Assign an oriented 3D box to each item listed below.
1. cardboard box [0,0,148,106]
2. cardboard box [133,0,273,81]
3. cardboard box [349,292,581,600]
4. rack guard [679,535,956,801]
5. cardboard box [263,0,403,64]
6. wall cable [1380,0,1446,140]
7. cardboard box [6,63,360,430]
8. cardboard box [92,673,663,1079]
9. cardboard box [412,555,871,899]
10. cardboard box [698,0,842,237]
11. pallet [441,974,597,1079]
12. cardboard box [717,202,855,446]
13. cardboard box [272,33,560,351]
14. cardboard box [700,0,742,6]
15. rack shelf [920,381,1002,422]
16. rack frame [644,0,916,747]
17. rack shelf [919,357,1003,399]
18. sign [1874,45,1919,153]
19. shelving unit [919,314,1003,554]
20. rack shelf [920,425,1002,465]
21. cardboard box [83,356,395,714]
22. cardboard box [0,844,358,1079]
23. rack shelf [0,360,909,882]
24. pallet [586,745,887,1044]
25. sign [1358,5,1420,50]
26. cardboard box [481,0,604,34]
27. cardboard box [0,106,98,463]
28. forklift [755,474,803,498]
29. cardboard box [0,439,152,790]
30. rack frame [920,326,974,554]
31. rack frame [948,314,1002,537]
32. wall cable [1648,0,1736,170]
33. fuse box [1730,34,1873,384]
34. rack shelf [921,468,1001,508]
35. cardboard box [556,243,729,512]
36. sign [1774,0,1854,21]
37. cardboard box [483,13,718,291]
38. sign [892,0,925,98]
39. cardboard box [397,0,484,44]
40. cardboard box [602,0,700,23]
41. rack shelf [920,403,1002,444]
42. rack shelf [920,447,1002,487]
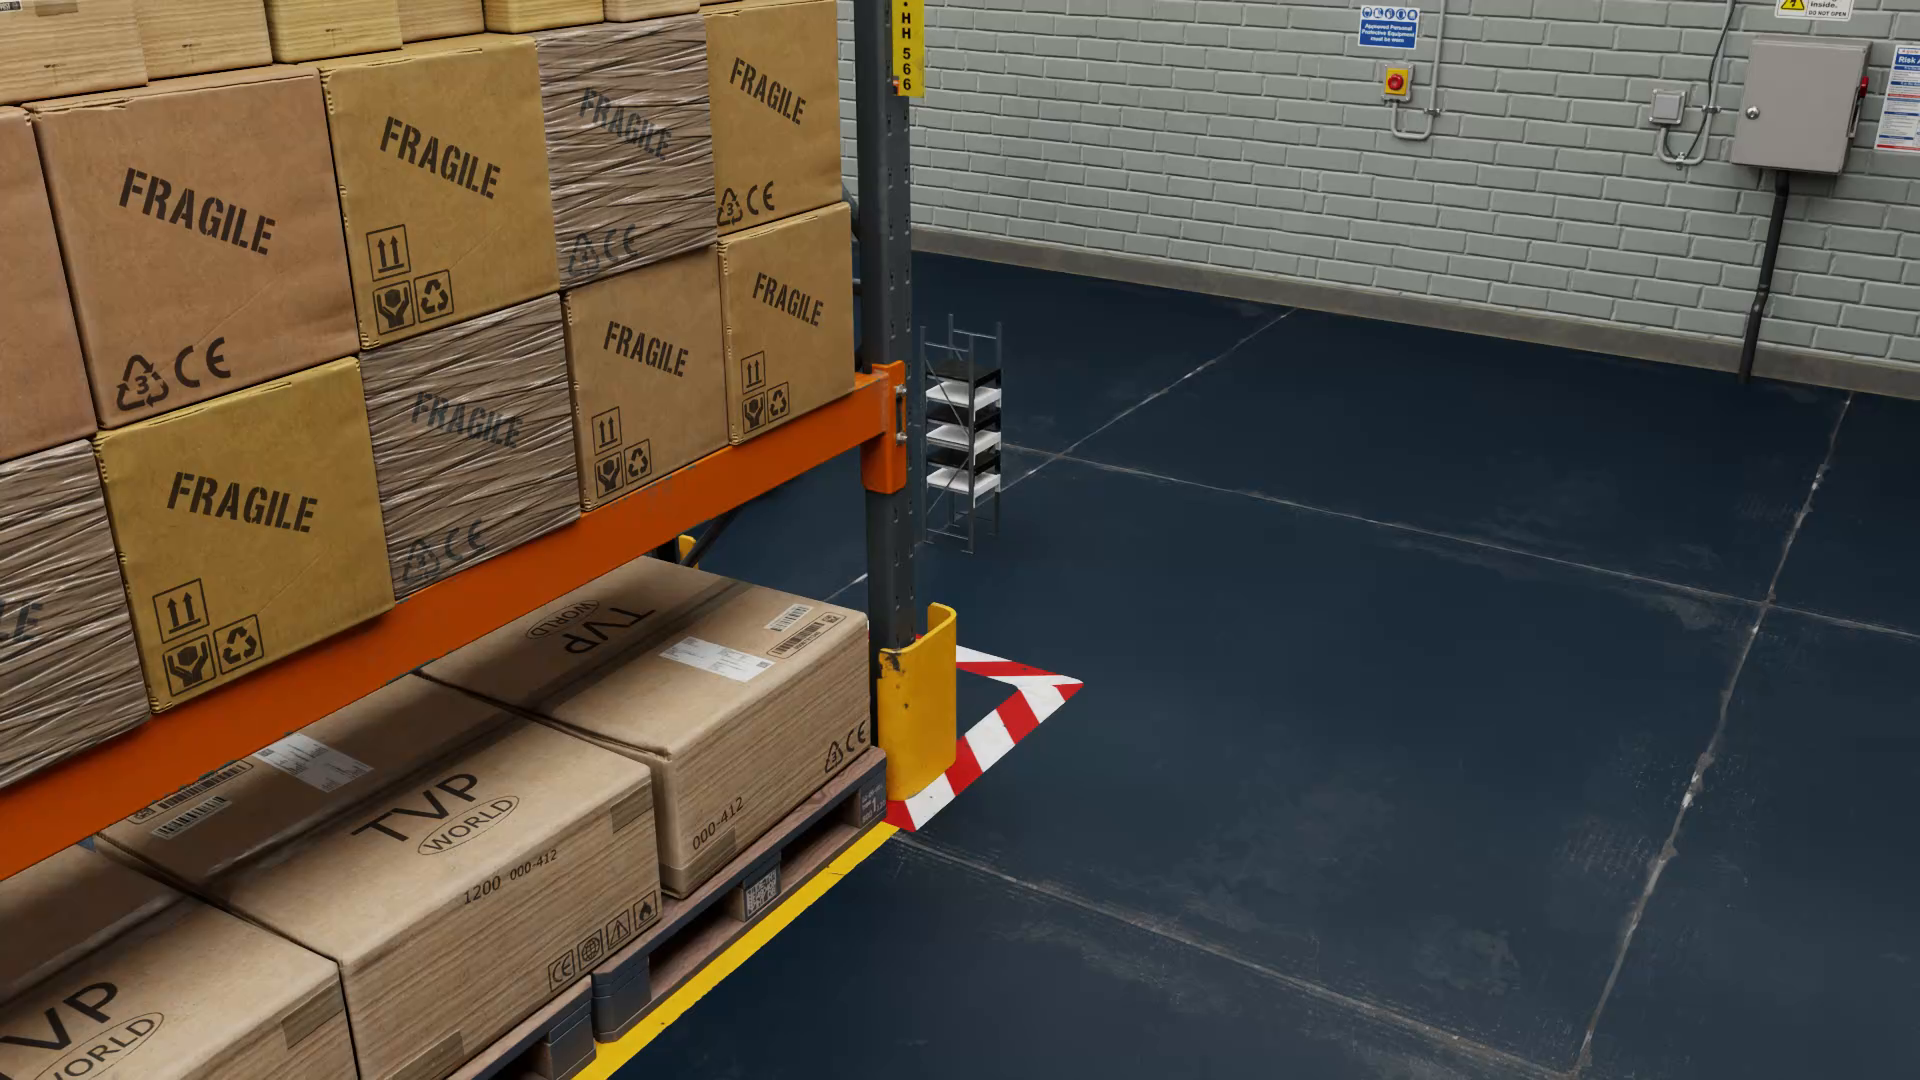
[{"bbox_3d":[-1.490,-0.776,2.565,0.380,0.149,0.250,14,27,29],"label":"cardboard box"},{"bbox_3d":[-1.387,-0.873,2.791,0.380,0.149,0.250,15,27,31],"label":"cardboard box"},{"bbox_3d":[-1.157,-0.247,3.418,0.500,0.500,0.500,15,27,30],"label":"cardboard box"},{"bbox_3d":[-0.574,0.378,5.247,1.175,0.500,0.348,14,27,29],"label":"rack guard"},{"bbox_3d":[-1.232,-0.958,2.986,0.380,0.149,0.250,15,27,30],"label":"cardboard box"},{"bbox_3d":[2.368,-3.150,8.931,0.585,1.953,0.123,14,27,29],"label":"wall cable"},{"bbox_3d":[-1.420,-0.535,2.826,0.500,0.500,0.500,14,27,29],"label":"cardboard box"},{"bbox_3d":[-1.326,0.777,3.877,0.875,0.438,0.875,15,27,30],"label":"cardboard box"},{"bbox_3d":[-0.850,0.466,4.595,0.875,0.438,0.875,13,27,27],"label":"cardboard box"},{"bbox_3d":[-0.639,-1.053,4.022,0.500,0.500,0.500,15,28,31],"label":"cardboard box"},{"bbox_3d":[-1.586,1.215,3.677,1.003,0.211,1.213,14,27,29],"label":"pallet"},{"bbox_3d":[-0.616,-0.589,4.208,0.500,0.500,0.500,14,27,29],"label":"cardboard box"},{"bbox_3d":[-1.153,-0.704,3.217,0.500,0.500,0.500,14,27,29],"label":"cardboard box"},{"bbox_3d":[-0.719,-1.310,3.798,0.380,0.149,0.250,14,27,30],"label":"cardboard box"},{"bbox_3d":[0.004,-0.550,6.519,0.258,0.077,0.200,14,27,29],"label":"rack shelf"},{"bbox_3d":[-0.587,-0.761,4.732,1.000,3.000,0.127,14,27,29],"label":"rack frame"},{"bbox_3d":[0.004,-0.633,6.484,0.258,0.077,0.200,14,27,29],"label":"rack shelf"},{"bbox_3d":[4.604,-2.102,7.950,0.329,0.494,0.001,14,27,29],"label":"sign"},{"bbox_3d":[0.004,-0.416,6.578,0.258,0.900,0.210,14,27,29],"label":"shelving unit"},{"bbox_3d":[0.004,-0.385,6.591,0.258,0.077,0.200,14,27,29],"label":"rack shelf"},{"bbox_3d":[-1.418,-0.070,3.009,0.500,0.500,0.500,15,27,30],"label":"cardboard box"},{"bbox_3d":[-1.803,1.081,3.175,0.875,0.438,0.875,13,27,27],"label":"cardboard box"},{"bbox_3d":[-1.642,0.244,3.316,1.077,0.370,4.000,14,27,29],"label":"rack shelf"},{"bbox_3d":[-0.942,0.805,4.625,1.003,0.211,1.213,14,27,29],"label":"pallet"},{"bbox_3d":[2.359,-2.824,9.157,0.327,0.218,0.001,14,27,29],"label":"sign"},{"bbox_3d":[-0.952,-1.128,3.380,0.380,0.149,0.250,15,27,30],"label":"cardboard box"},{"bbox_3d":[-1.688,-0.365,2.434,0.500,0.500,0.500,14,27,30],"label":"cardboard box"},{"bbox_3d":[-2.225,-1.443,6.394,3.031,2.935,1.130,-12,26,-26],"label":"forklift"},{"bbox_3d":[-1.690,0.104,2.608,0.500,0.500,0.500,14,27,29],"label":"cardboard box"},{"bbox_3d":[-0.049,-0.381,6.498,0.240,0.900,0.006,14,27,29],"label":"rack frame"},{"bbox_3d":[0.058,-0.450,6.657,0.240,0.900,0.006,14,27,29],"label":"rack frame"},{"bbox_3d":[3.579,-2.842,8.260,0.588,1.984,0.122,14,27,29],"label":"wall cable"},{"bbox_3d":[4.075,-1.588,8.265,0.539,1.711,0.414,14,27,29],"label":"fuse box"},{"bbox_3d":[0.004,-0.220,6.662,0.258,0.077,0.200,14,27,29],"label":"rack shelf"},{"bbox_3d":[-0.894,-0.422,3.824,0.500,0.500,0.500,13,27,28],"label":"cardboard box"},{"bbox_3d":[4.138,-2.640,8.033,0.339,0.242,0.001,14,27,29],"label":"sign"},{"bbox_3d":[-0.890,-0.870,3.601,0.500,0.500,0.500,14,27,29],"label":"cardboard box"},{"bbox_3d":[-0.133,-1.283,4.181,0.100,0.325,0.005,14,27,29],"label":"sign"},{"bbox_3d":[-1.150,-1.055,3.210,0.380,0.149,0.250,14,27,28],"label":"cardboard box"},{"bbox_3d":[-0.784,-1.205,3.556,0.380,0.149,0.250,14,27,28],"label":"cardboard box"},{"bbox_3d":[0.004,-0.468,6.555,0.258,0.077,0.200,14,27,29],"label":"rack shelf"},{"bbox_3d":[0.004,-0.303,6.627,0.258,0.077,0.200,14,27,29],"label":"rack shelf"}]
